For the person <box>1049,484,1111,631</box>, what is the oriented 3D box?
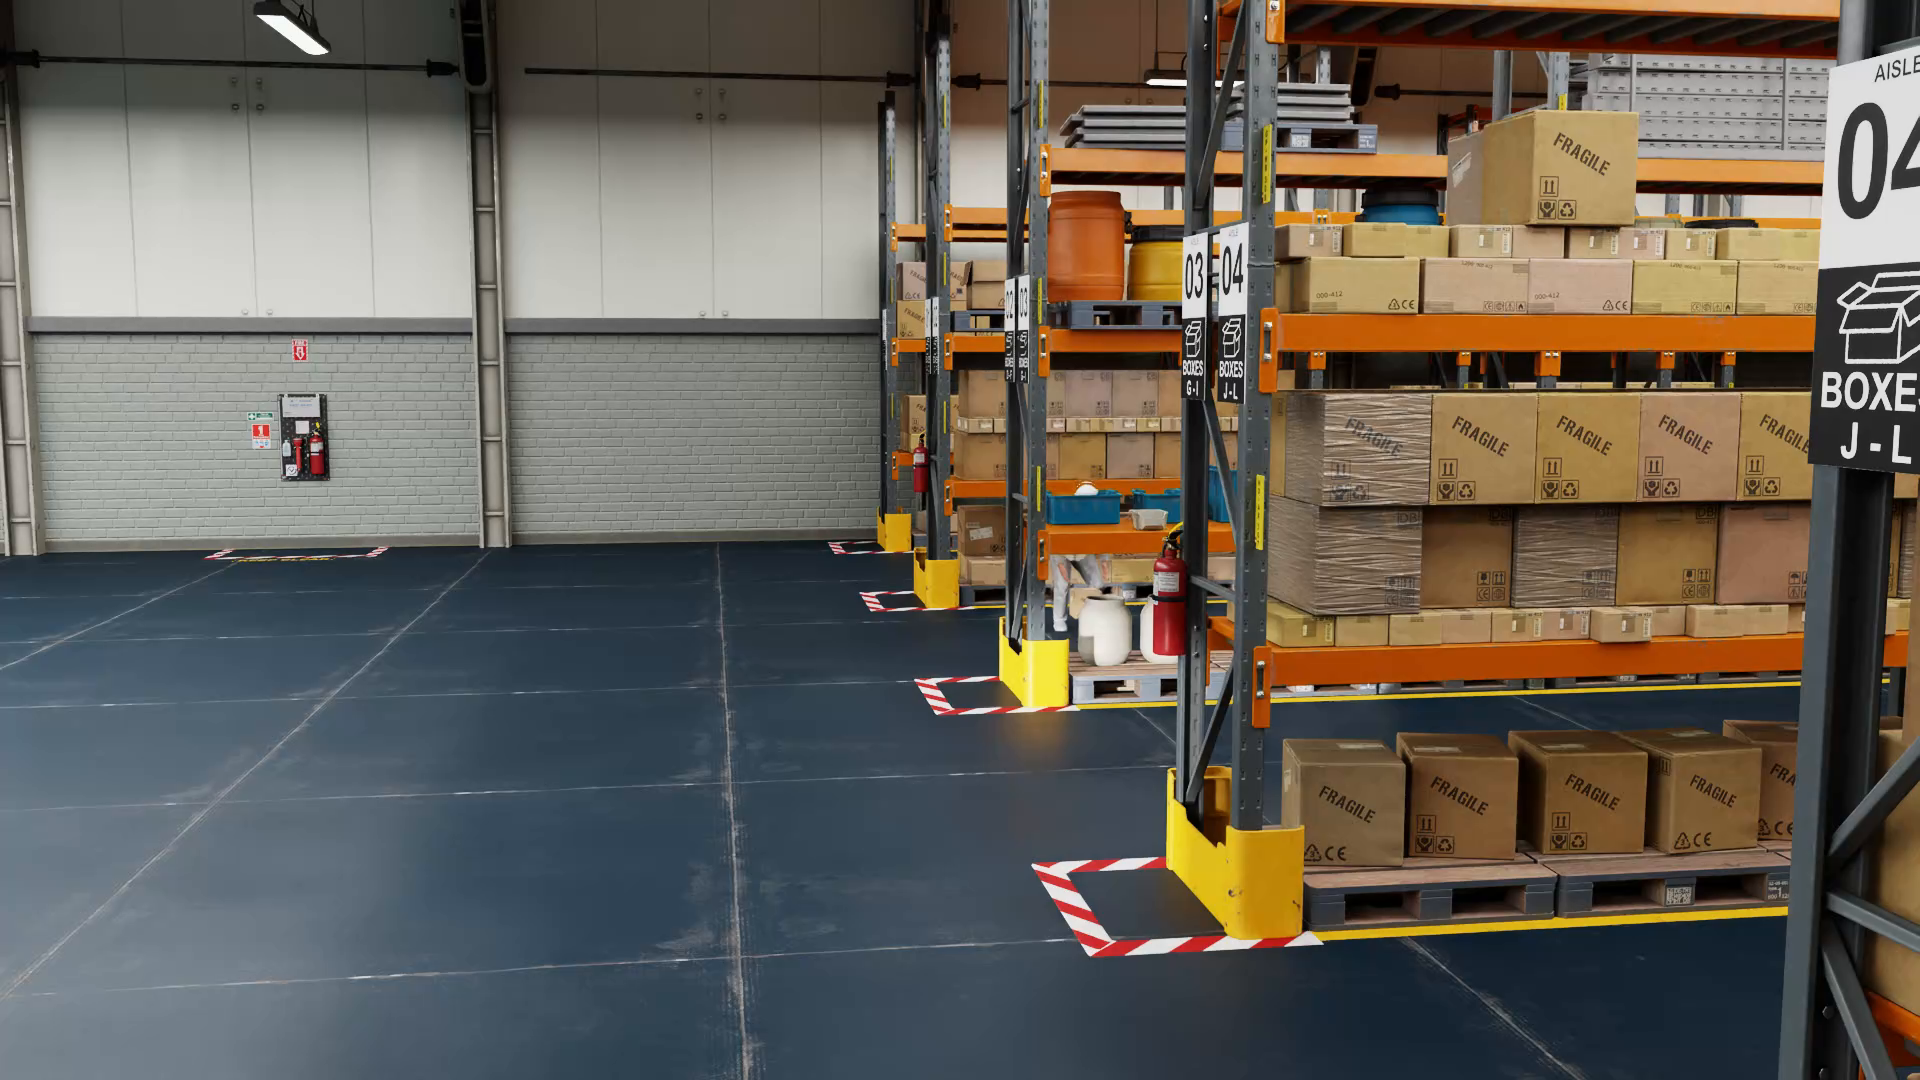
[{"bbox_3d":[1.141,0.160,15.772,0.592,1.422,0.767,-1,7,-9],"label":"person"}]
